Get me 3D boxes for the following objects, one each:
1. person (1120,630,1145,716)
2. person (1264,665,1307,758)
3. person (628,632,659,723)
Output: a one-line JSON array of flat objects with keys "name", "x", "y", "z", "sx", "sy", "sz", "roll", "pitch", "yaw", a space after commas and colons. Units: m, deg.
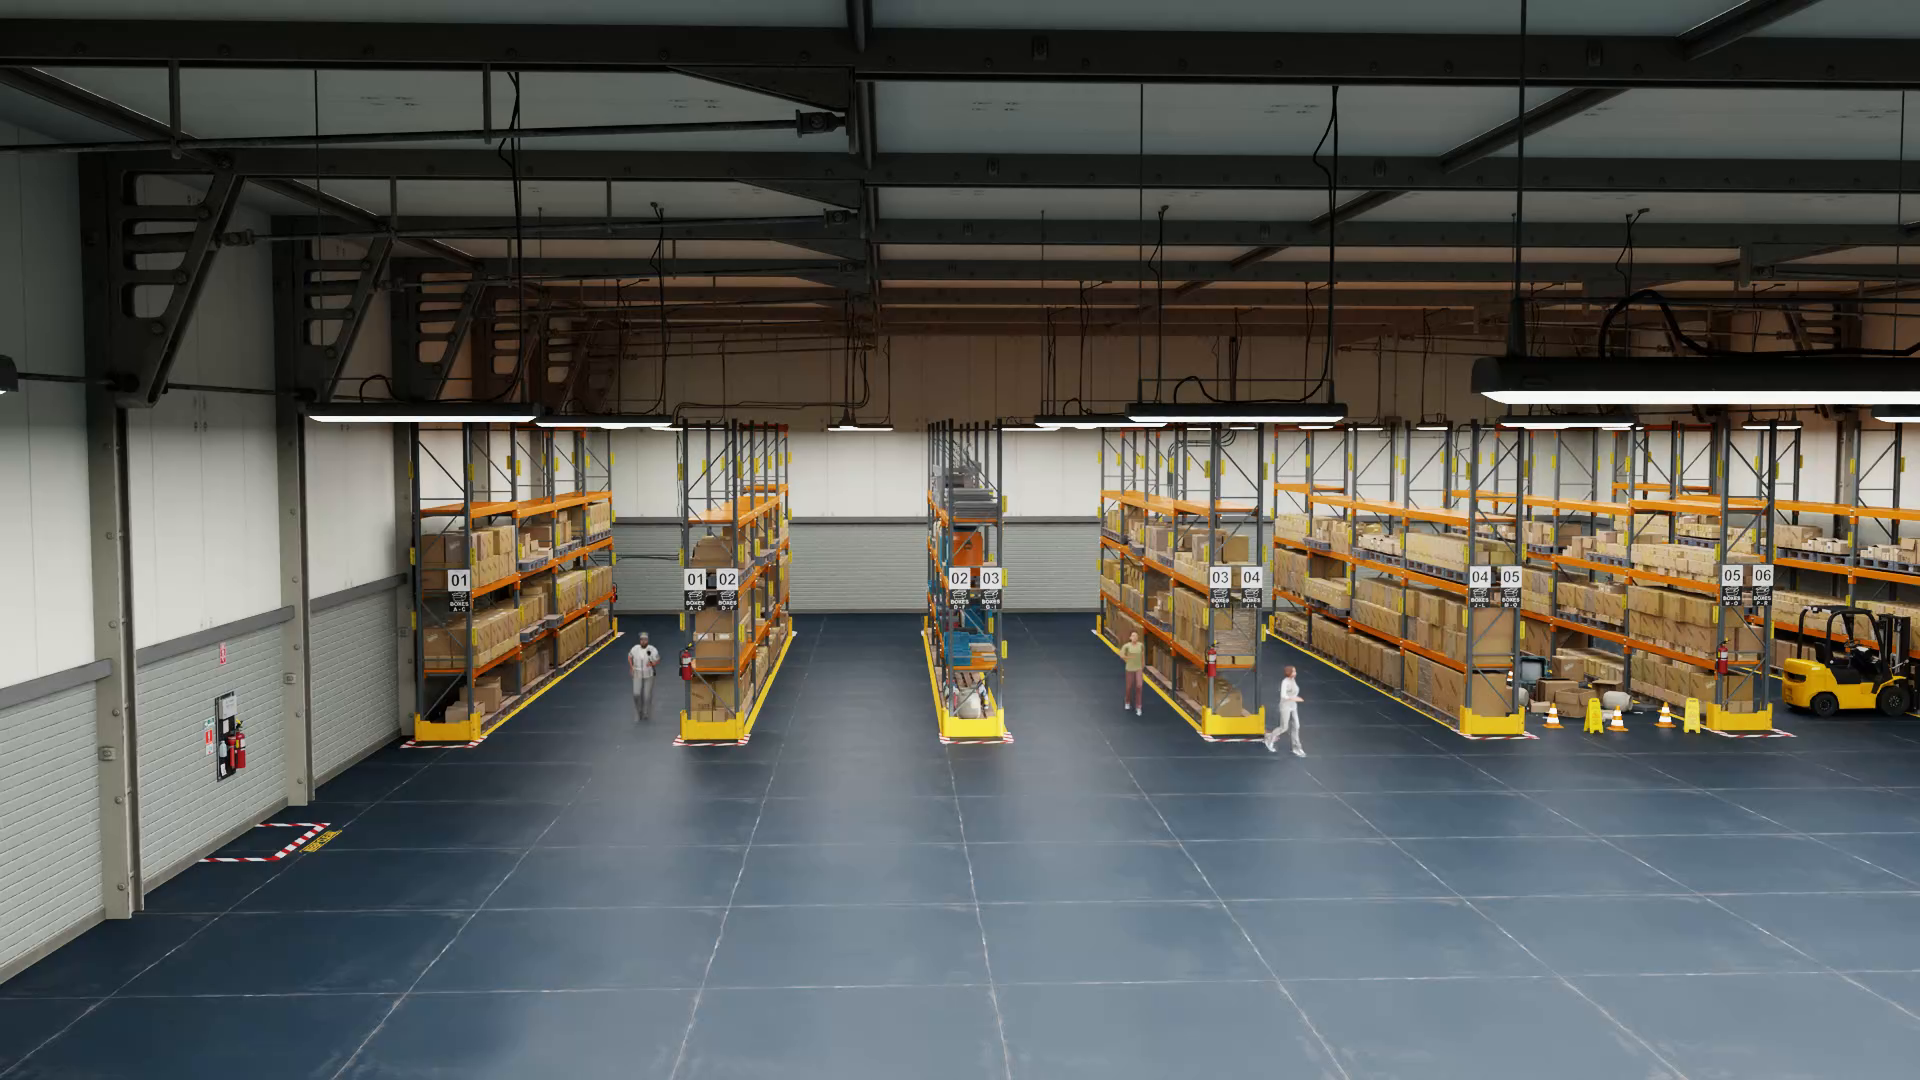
[{"name": "person", "x": 3.536, "y": 2.703, "z": 34.057, "sx": 0.576, "sy": 1.702, "sz": 0.831, "roll": 0, "pitch": 4, "yaw": -6}, {"name": "person", "x": 5.803, "y": 3.027, "z": 29.566, "sx": 0.777, "sy": 1.624, "sz": 0.561, "roll": 3, "pitch": 4, "yaw": 35}, {"name": "person", "x": -6.301, "y": 2.739, "z": 33.103, "sx": 0.632, "sy": 1.827, "sz": 0.759, "roll": 0, "pitch": 4, "yaw": -7}]
